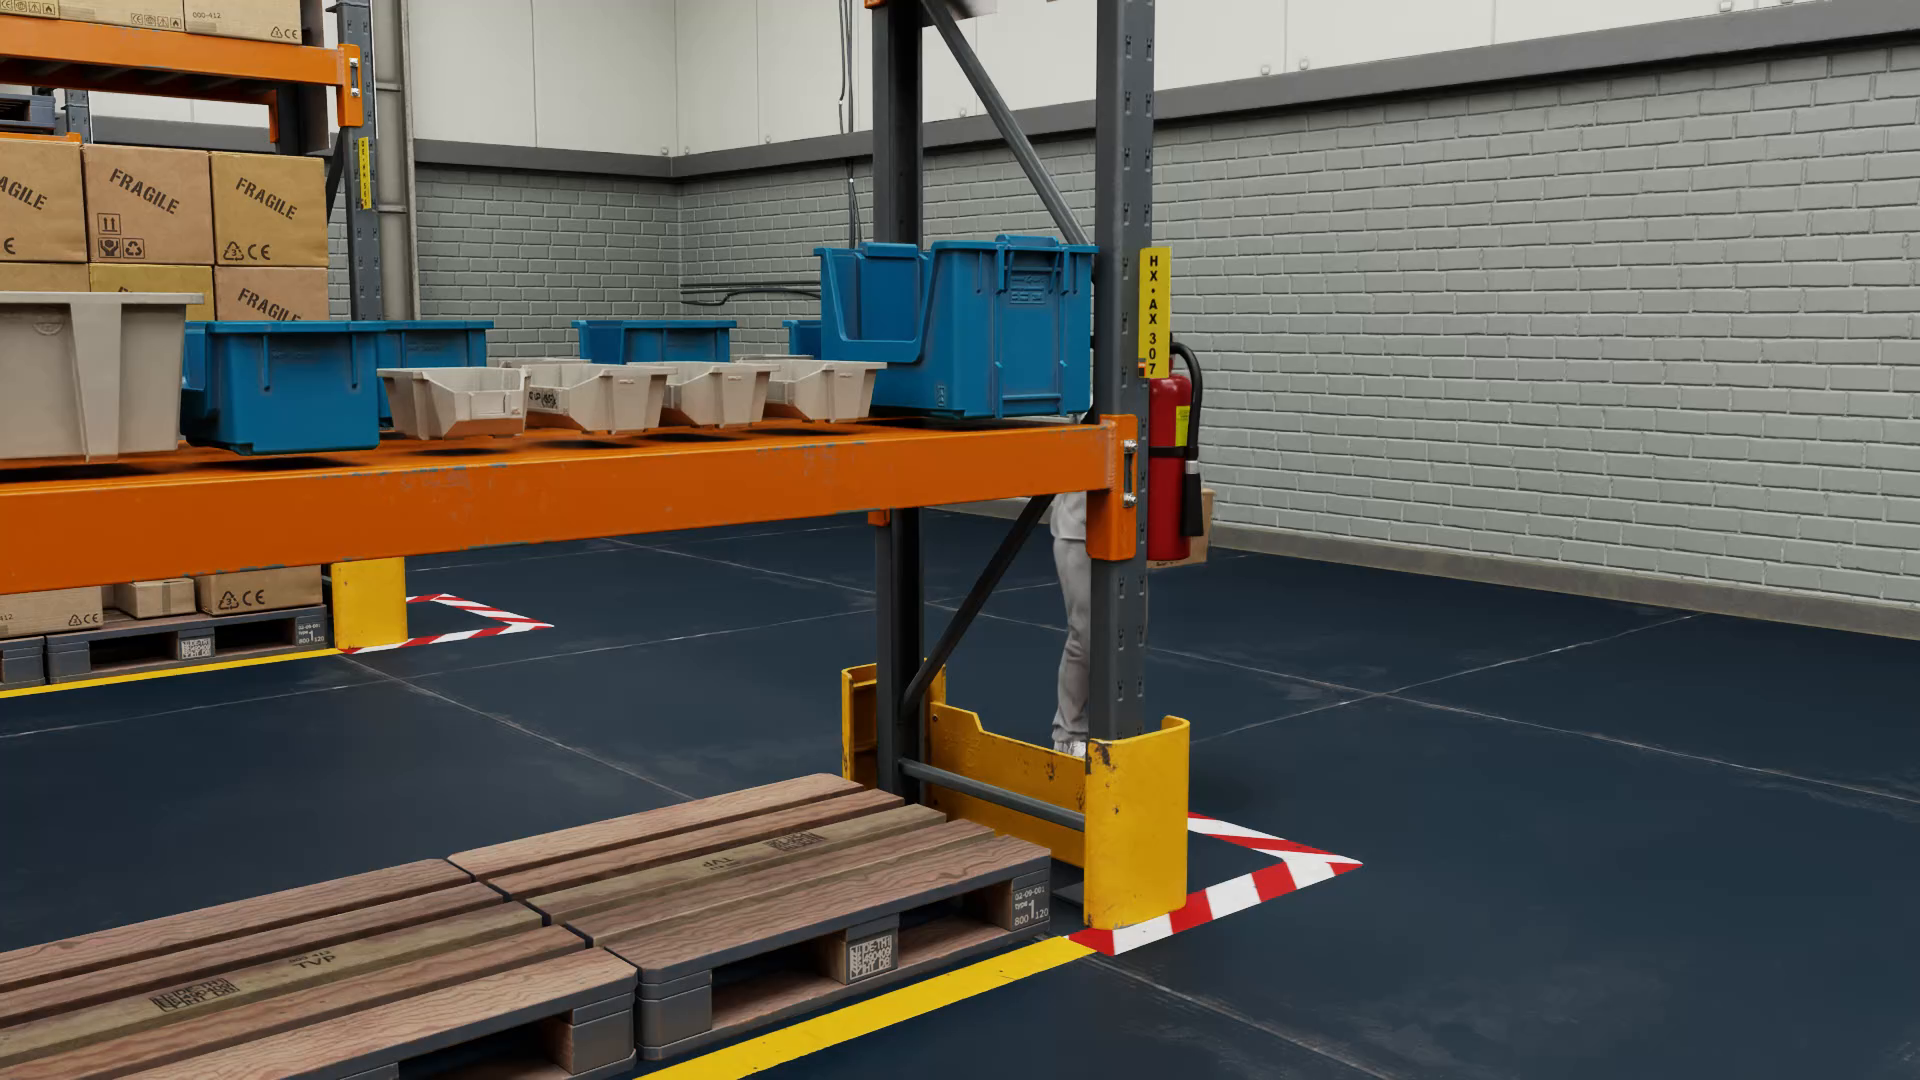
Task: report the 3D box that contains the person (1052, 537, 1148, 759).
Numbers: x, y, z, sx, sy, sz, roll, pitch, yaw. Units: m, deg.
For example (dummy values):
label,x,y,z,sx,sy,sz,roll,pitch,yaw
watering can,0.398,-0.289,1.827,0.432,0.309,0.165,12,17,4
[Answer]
label,x,y,z,sx,sy,sz,roll,pitch,yaw
person,0.570,0.019,5.749,0.360,1.588,0.460,-6,10,-38
